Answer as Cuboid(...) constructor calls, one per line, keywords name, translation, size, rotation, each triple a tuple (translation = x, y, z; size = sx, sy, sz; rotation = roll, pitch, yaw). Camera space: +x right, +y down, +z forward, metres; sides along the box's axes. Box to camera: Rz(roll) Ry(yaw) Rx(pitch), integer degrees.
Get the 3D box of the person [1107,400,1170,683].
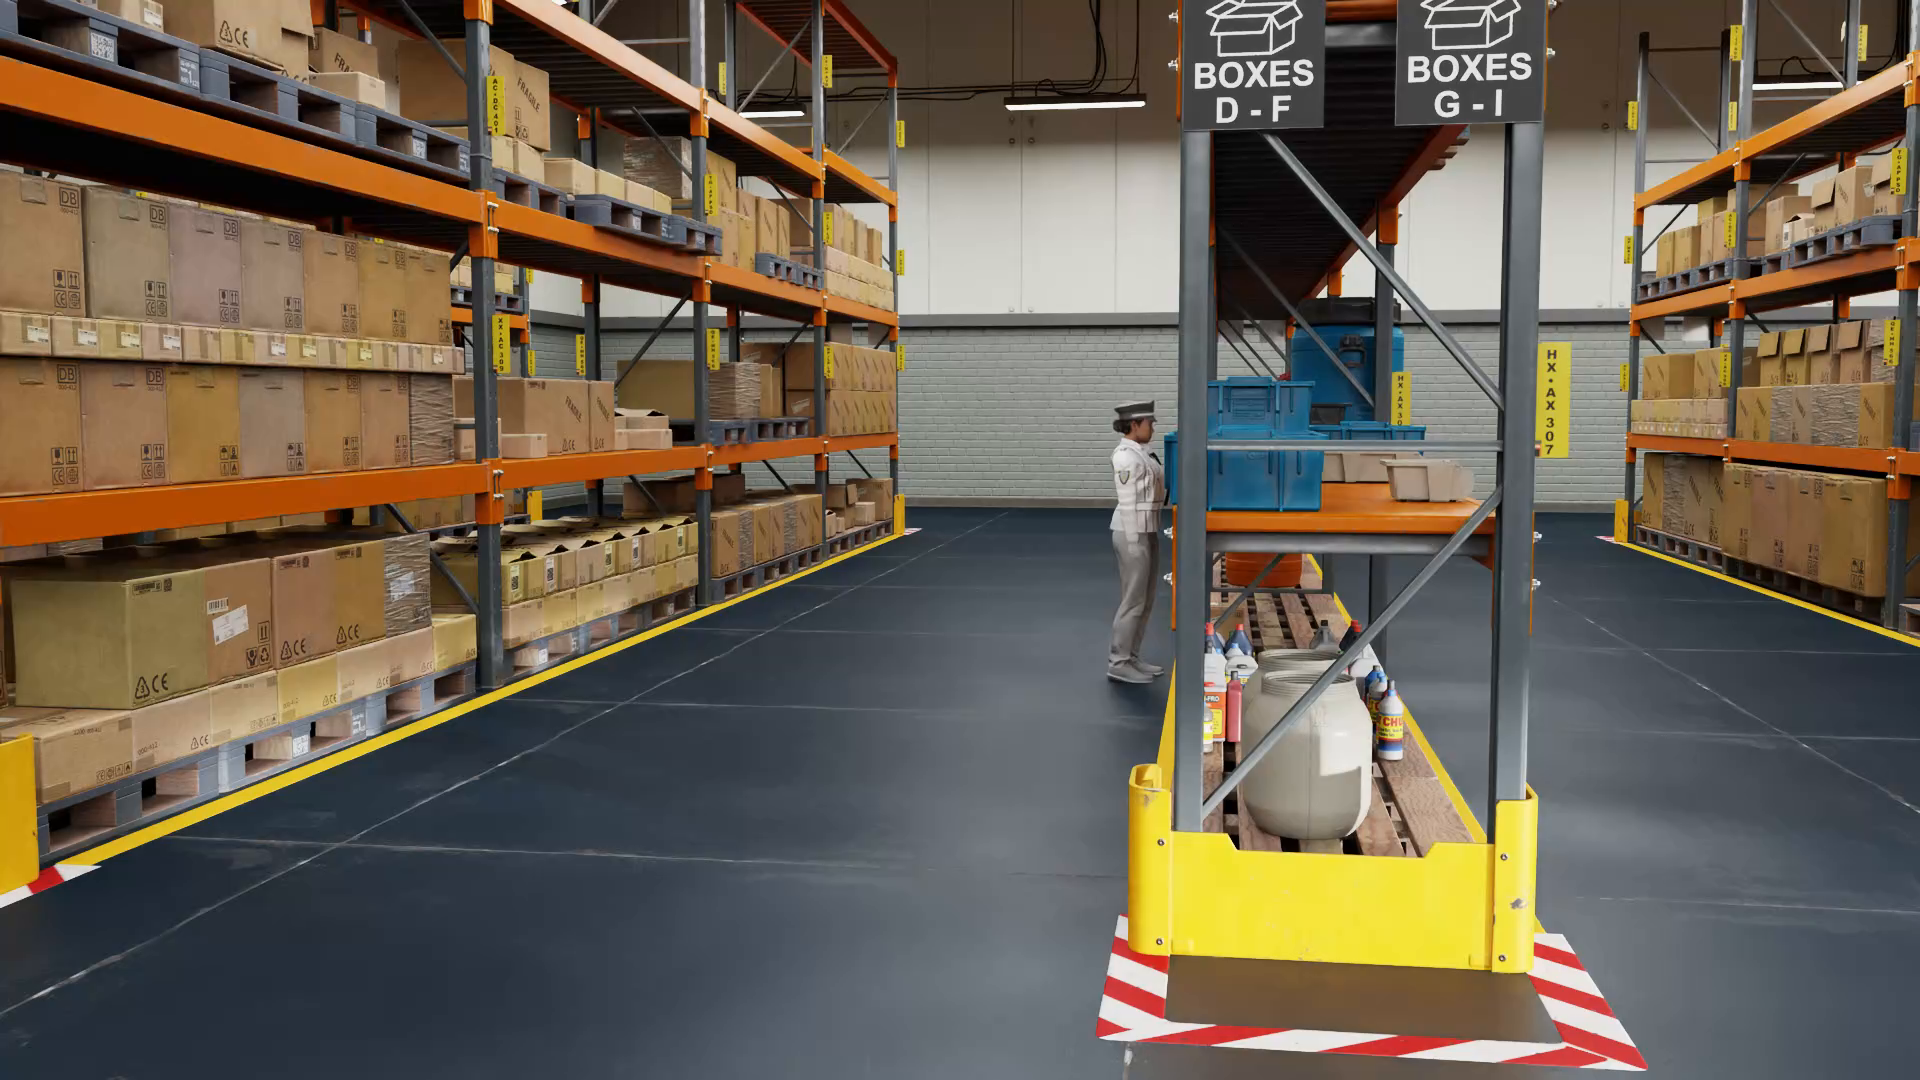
Cuboid(name="person", translation=(1.070, 0.002, 9.930), size=(0.328, 1.674, 0.468), rotation=(2, 5, 19))
